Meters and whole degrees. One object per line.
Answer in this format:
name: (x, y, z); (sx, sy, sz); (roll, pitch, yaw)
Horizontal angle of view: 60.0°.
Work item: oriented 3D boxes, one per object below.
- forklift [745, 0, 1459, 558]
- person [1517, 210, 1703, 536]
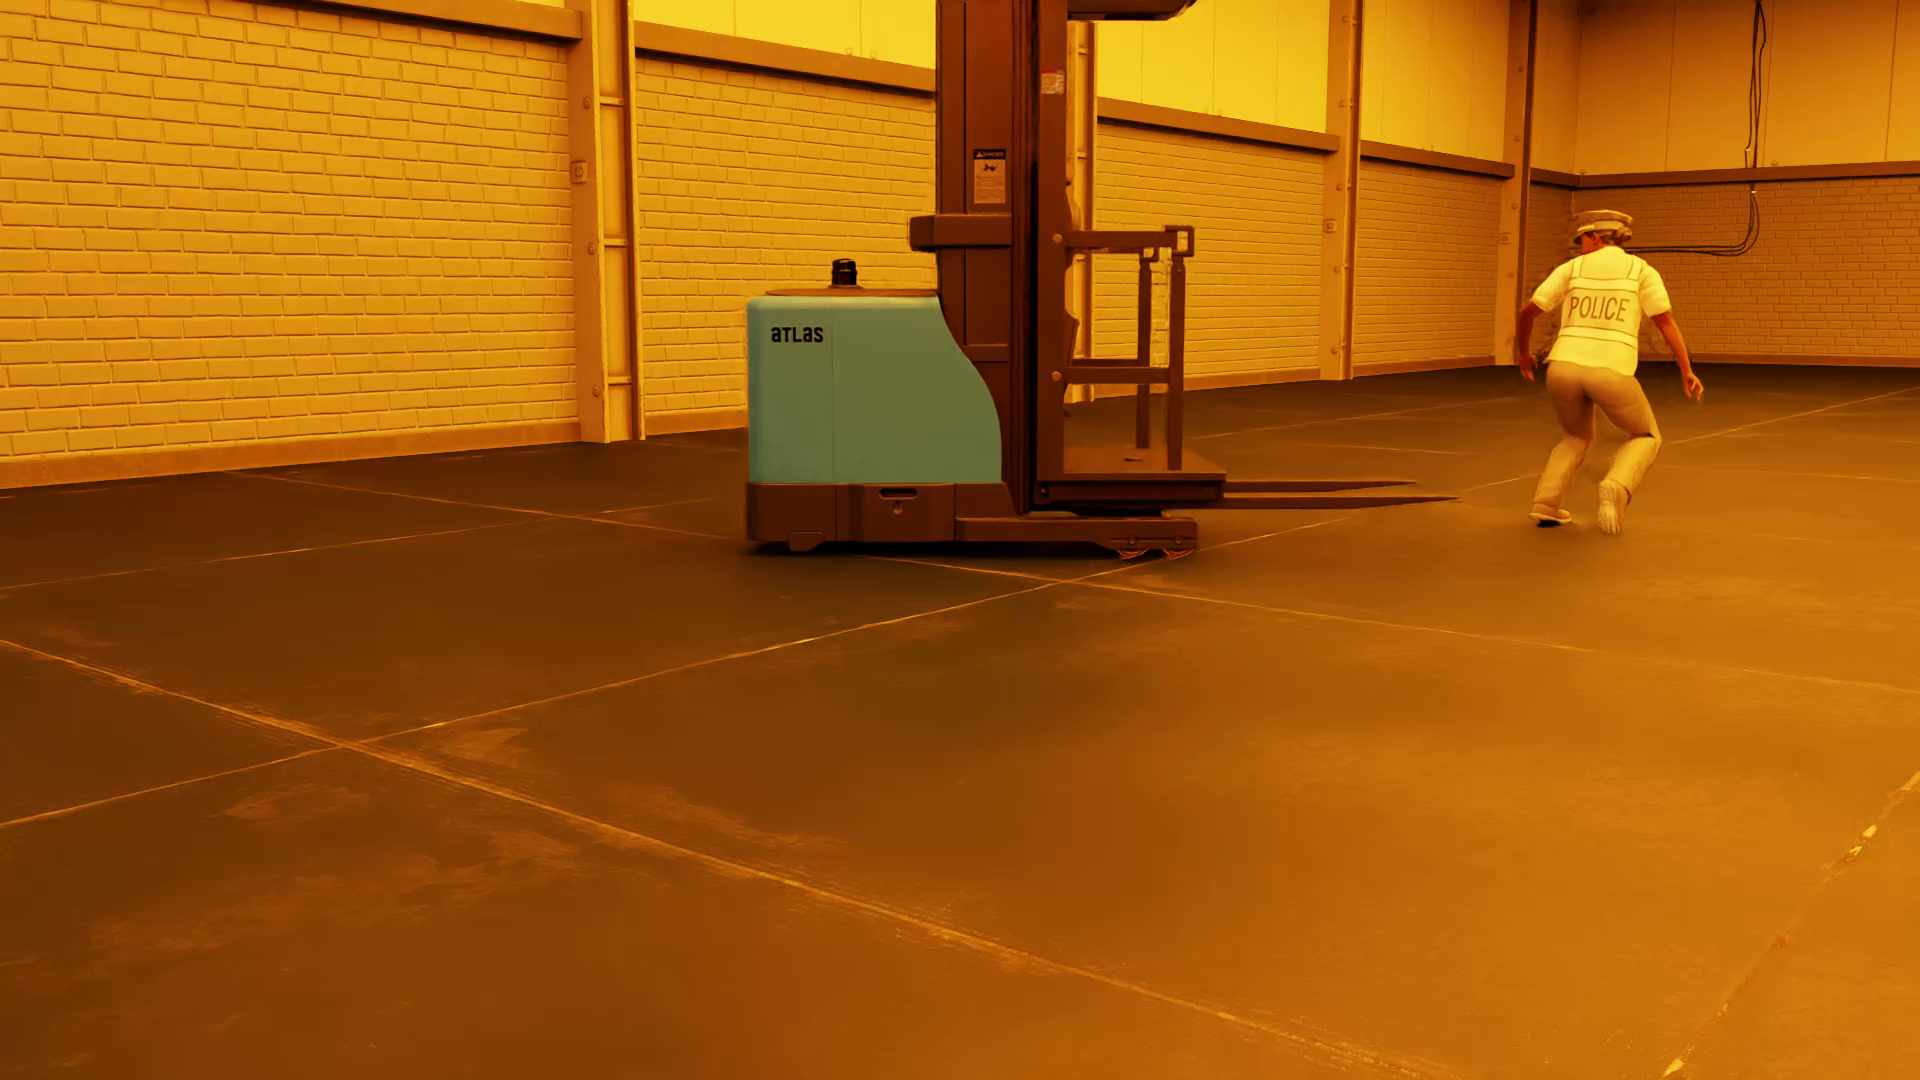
forklift: (0.611, -1.453, 7.213); (3.031, 2.935, 1.130); (0, 8, -1)
person: (2.992, -0.770, 7.696); (0.876, 1.502, 0.540); (6, 10, 36)
